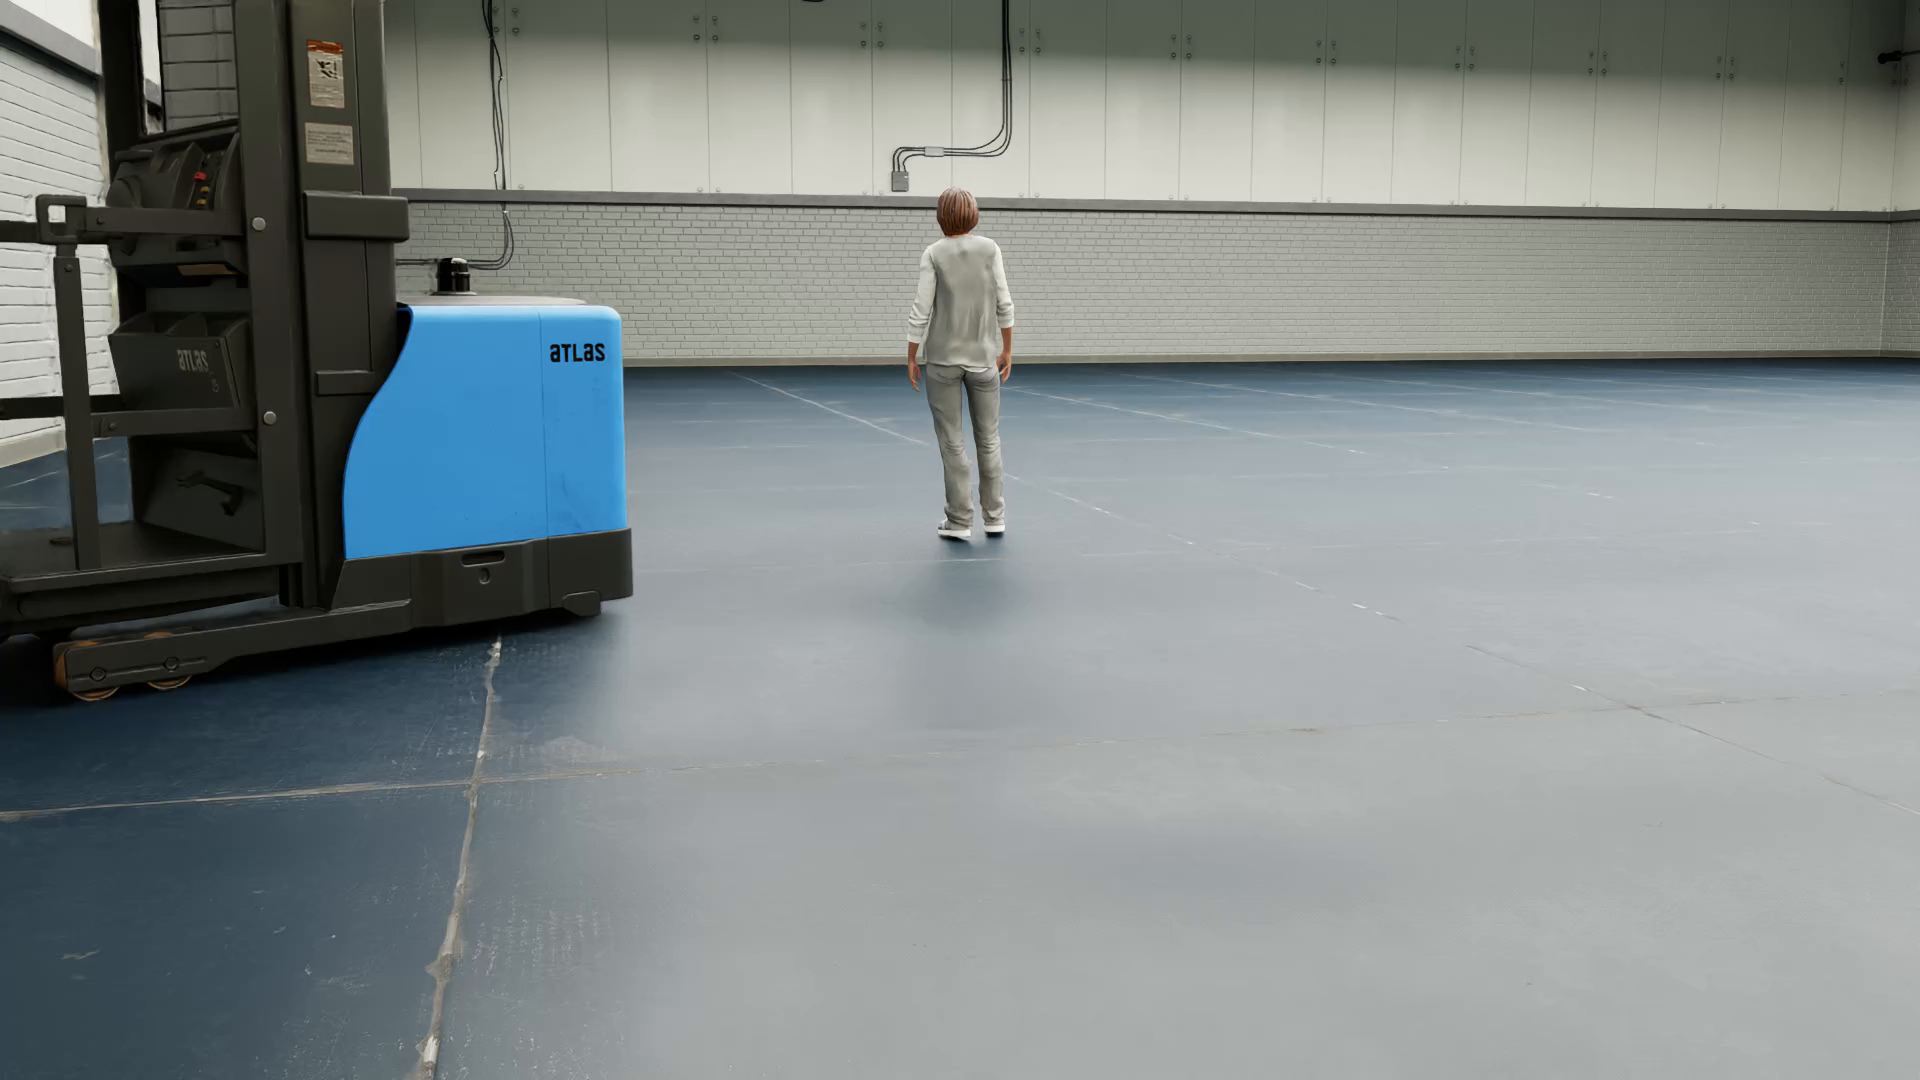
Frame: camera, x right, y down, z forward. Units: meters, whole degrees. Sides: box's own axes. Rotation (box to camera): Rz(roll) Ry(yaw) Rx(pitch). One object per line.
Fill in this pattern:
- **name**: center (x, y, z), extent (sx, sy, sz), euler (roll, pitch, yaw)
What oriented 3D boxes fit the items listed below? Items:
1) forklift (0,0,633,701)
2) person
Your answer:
- **forklift**: center (-2.541, -1.090, 4.920), extent (3.031, 2.935, 1.130), euler (-8, 11, -44)
- **person**: center (-0.004, -0.801, 7.670), extent (0.521, 1.582, 0.475), euler (-2, 8, -13)
